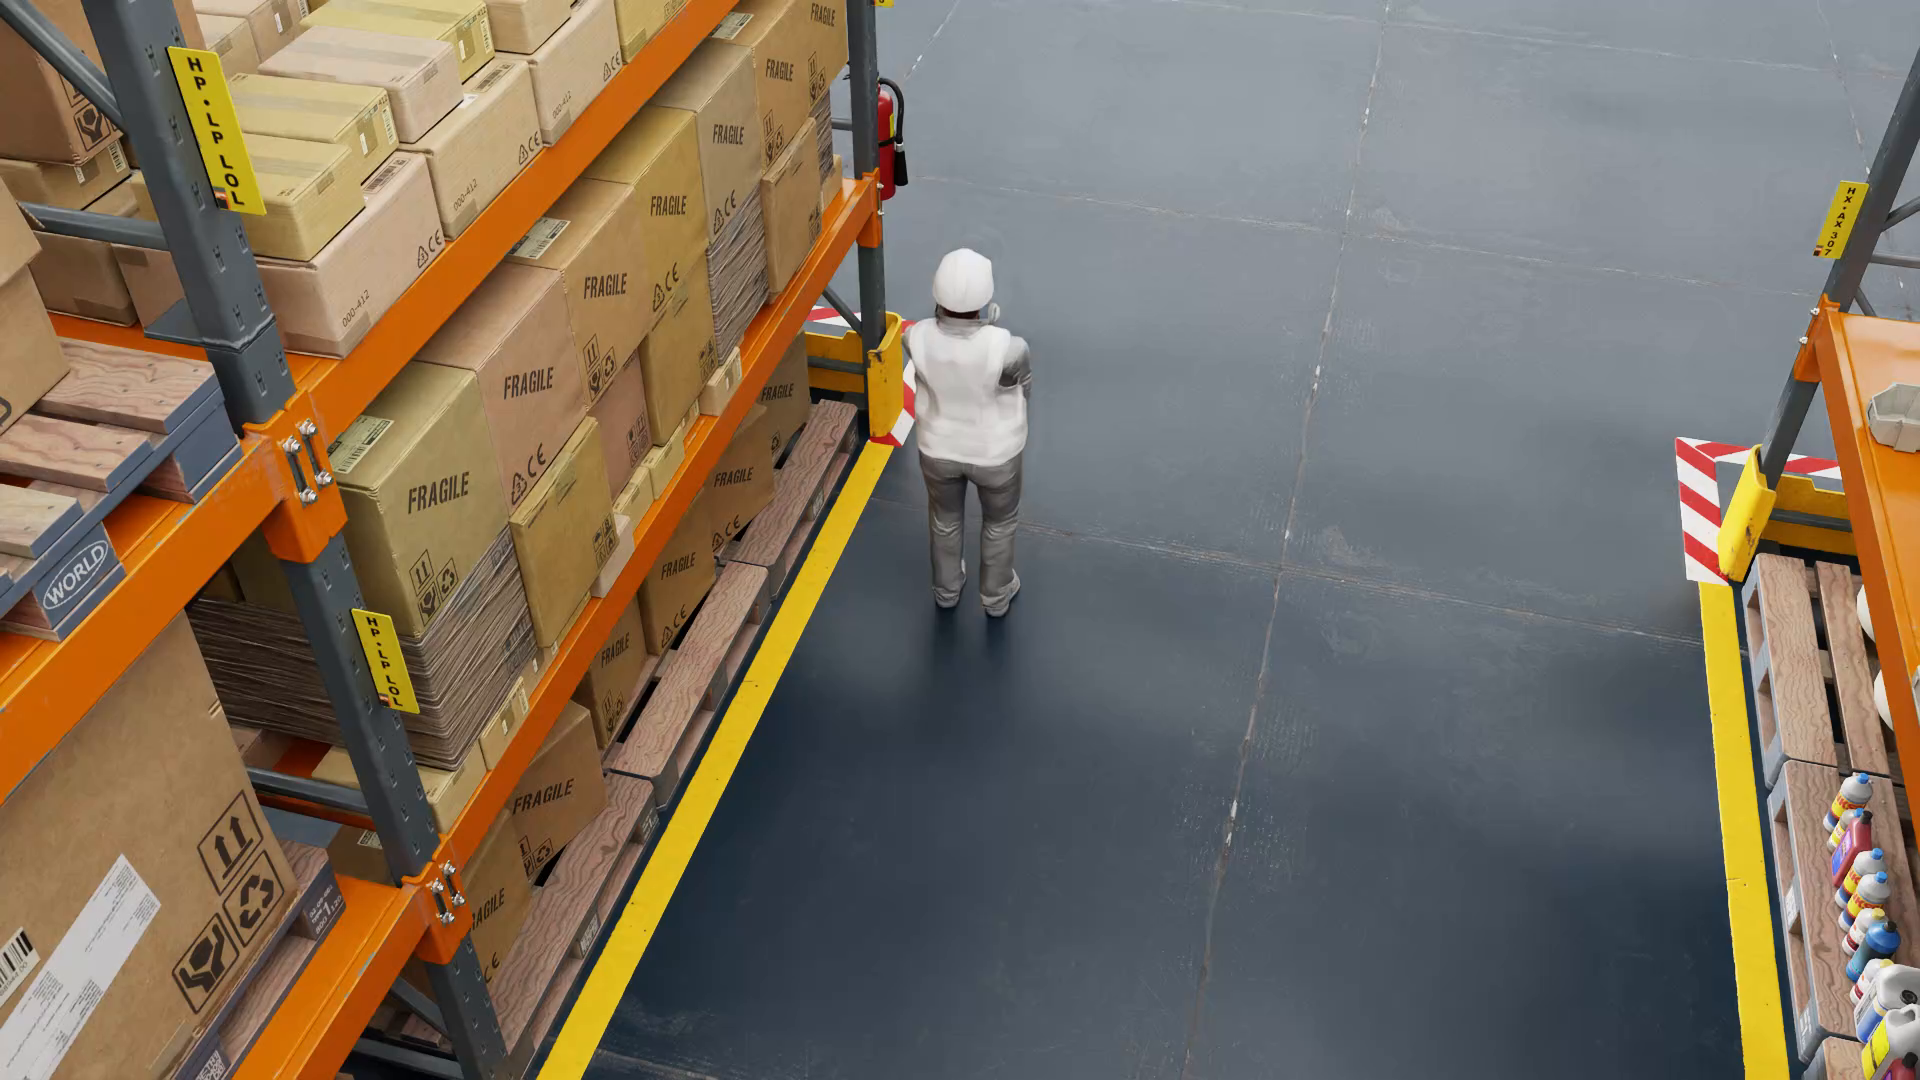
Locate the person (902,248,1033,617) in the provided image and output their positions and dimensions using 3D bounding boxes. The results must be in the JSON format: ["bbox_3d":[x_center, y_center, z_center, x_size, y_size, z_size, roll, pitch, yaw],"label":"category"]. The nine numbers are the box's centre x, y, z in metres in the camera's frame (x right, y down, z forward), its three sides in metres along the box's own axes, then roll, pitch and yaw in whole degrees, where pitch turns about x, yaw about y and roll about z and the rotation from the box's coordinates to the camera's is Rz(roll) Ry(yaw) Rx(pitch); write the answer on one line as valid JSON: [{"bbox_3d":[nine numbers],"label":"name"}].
[{"bbox_3d":[0.049,-0.452,6.667,0.495,1.768,0.554,9,42,11],"label":"person"}]
